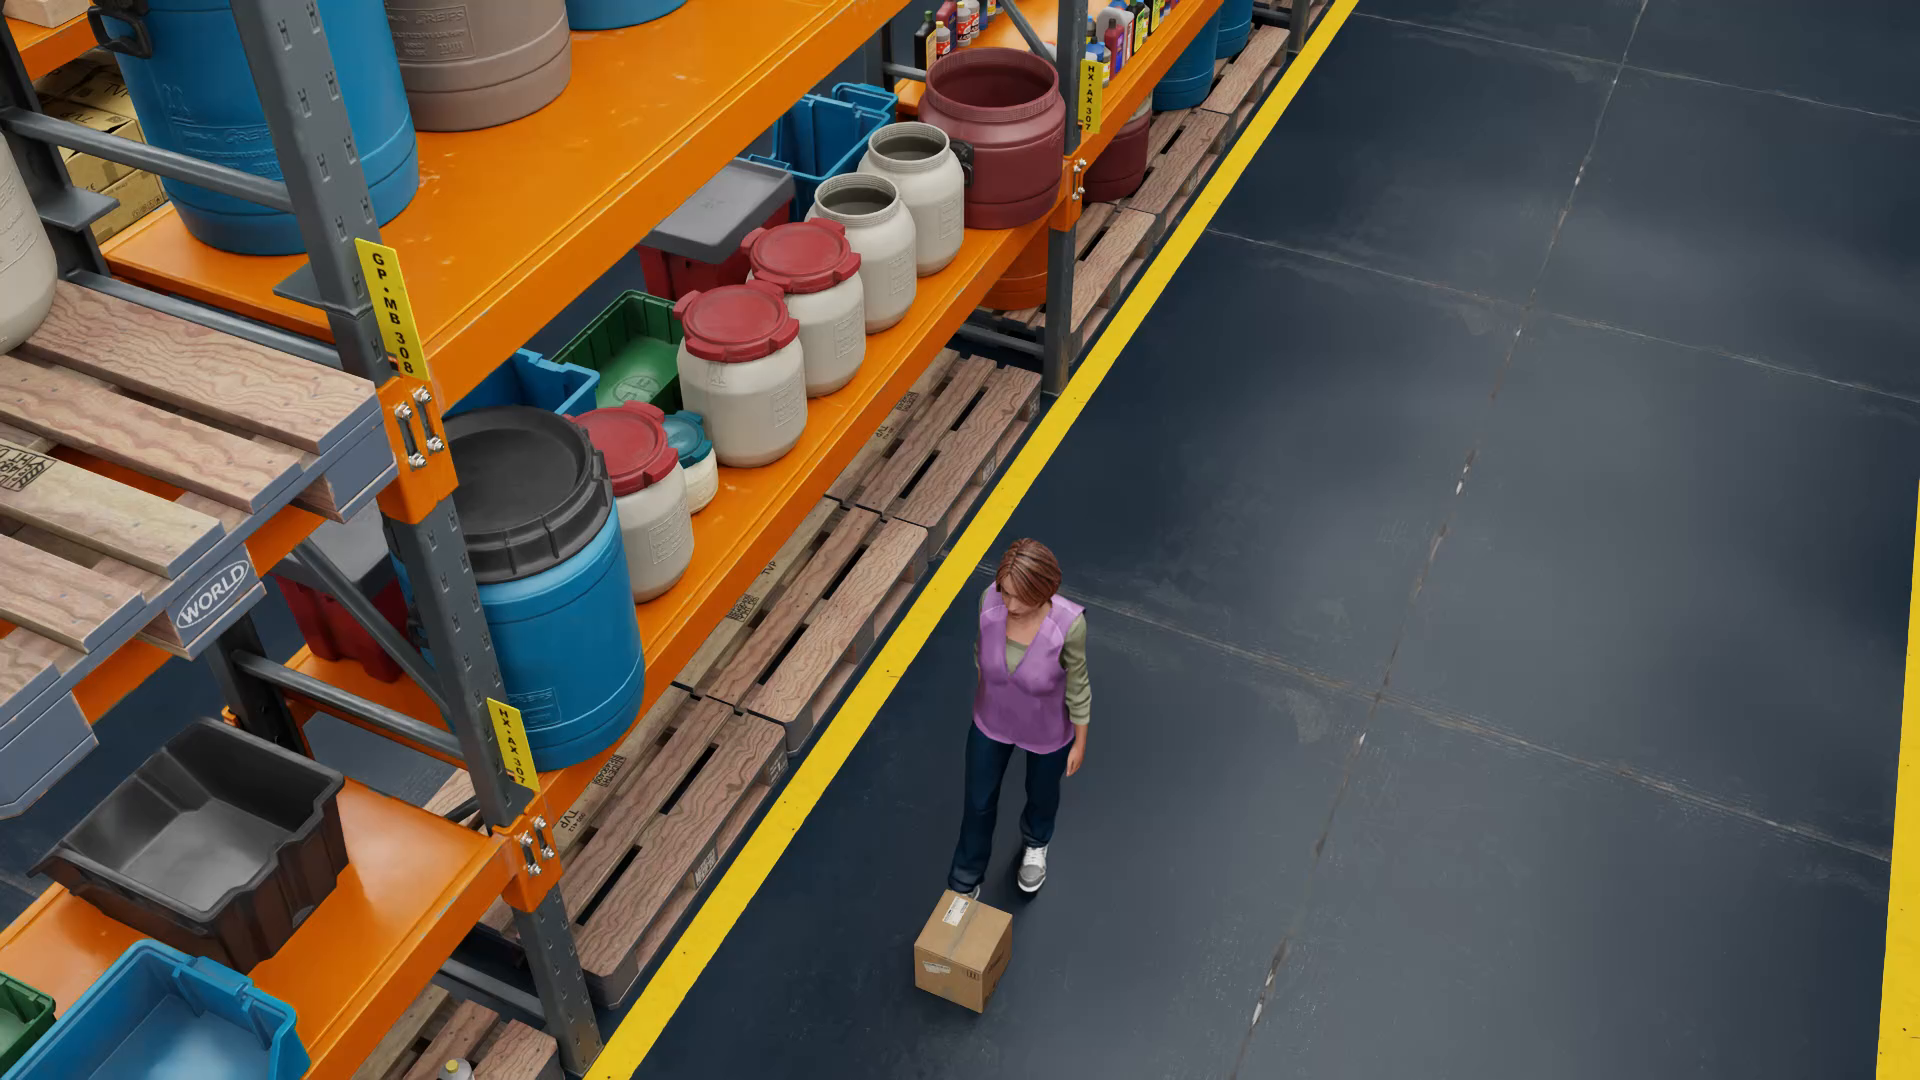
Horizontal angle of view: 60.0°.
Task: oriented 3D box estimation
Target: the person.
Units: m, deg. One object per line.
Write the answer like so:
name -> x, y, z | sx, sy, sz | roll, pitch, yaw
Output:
person -> 0.191, 0.675, 5.423 | 0.424, 1.593, 0.583 | 13, 44, 13
